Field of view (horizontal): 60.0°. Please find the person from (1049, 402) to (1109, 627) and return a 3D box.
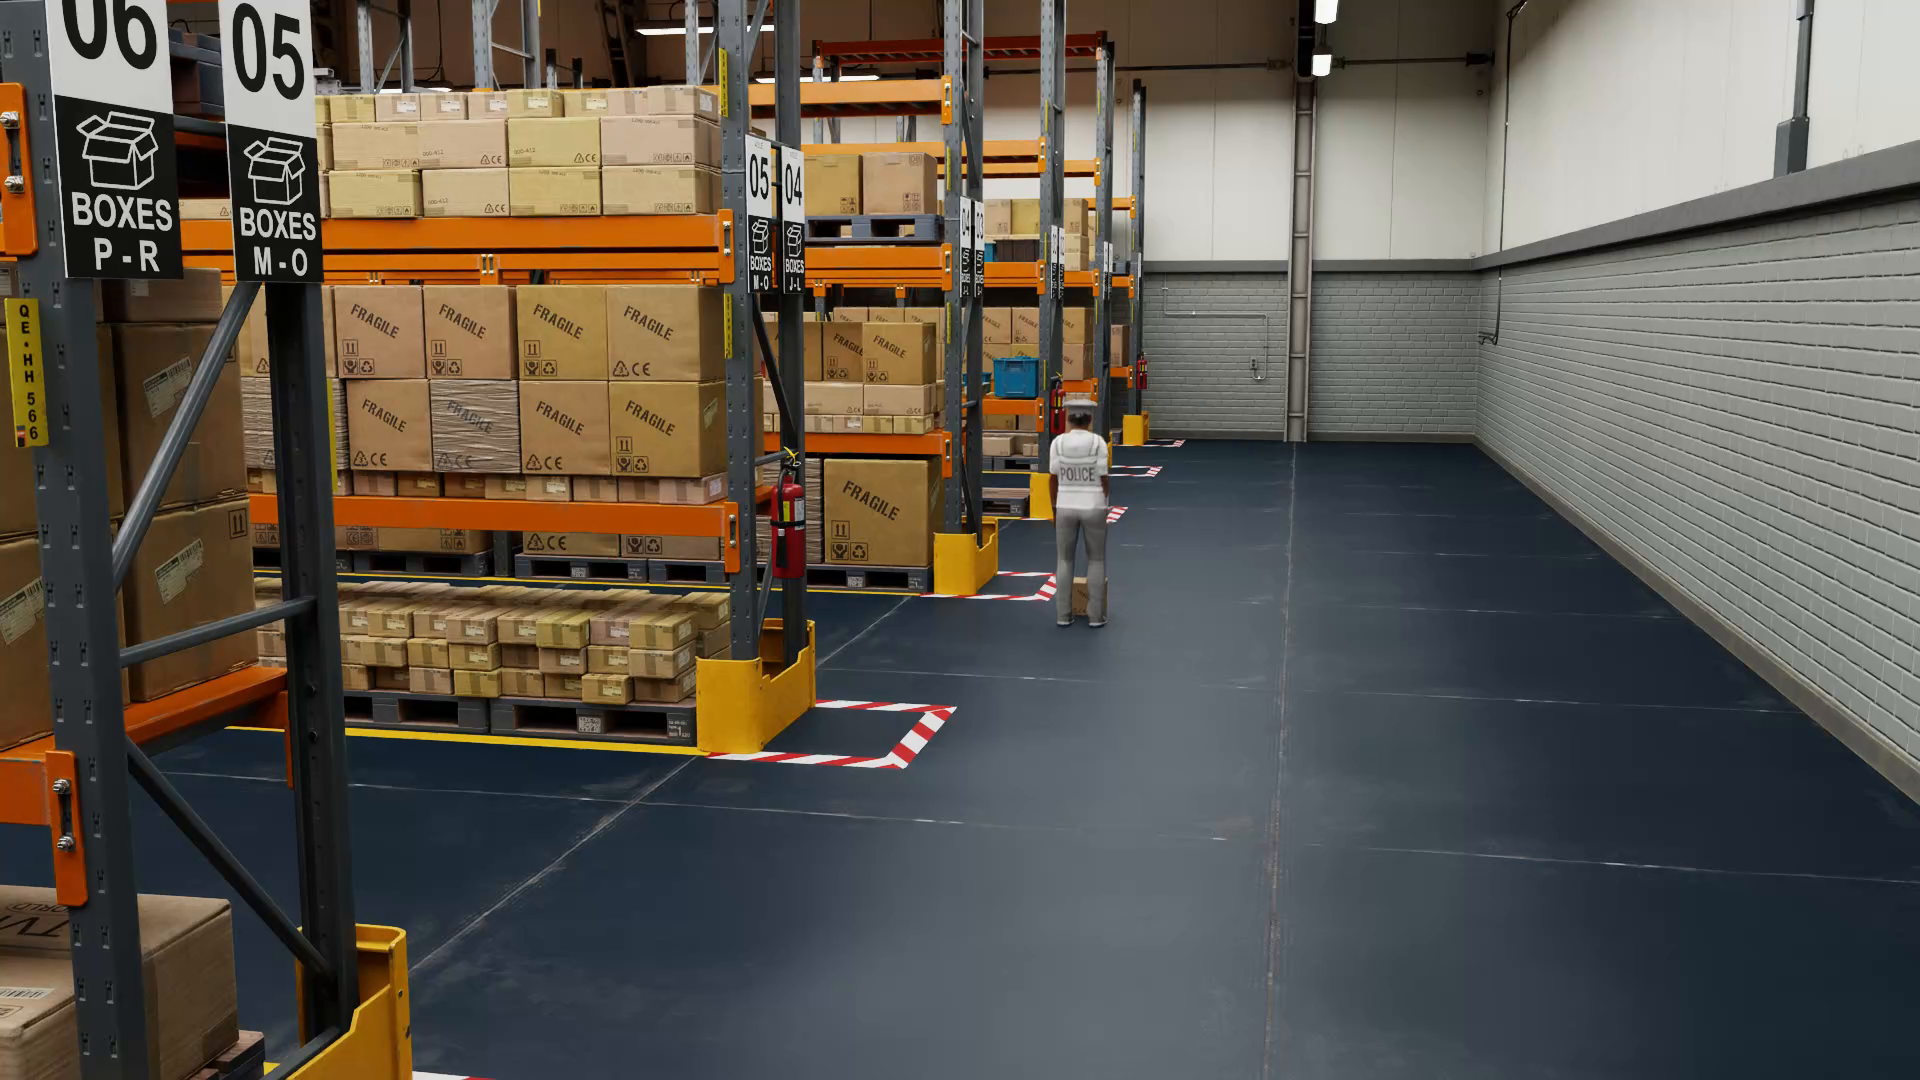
[{"bbox_3d":[0.869,-0.185,12.200,0.443,1.651,0.351,2,8,12],"label":"person"}]
